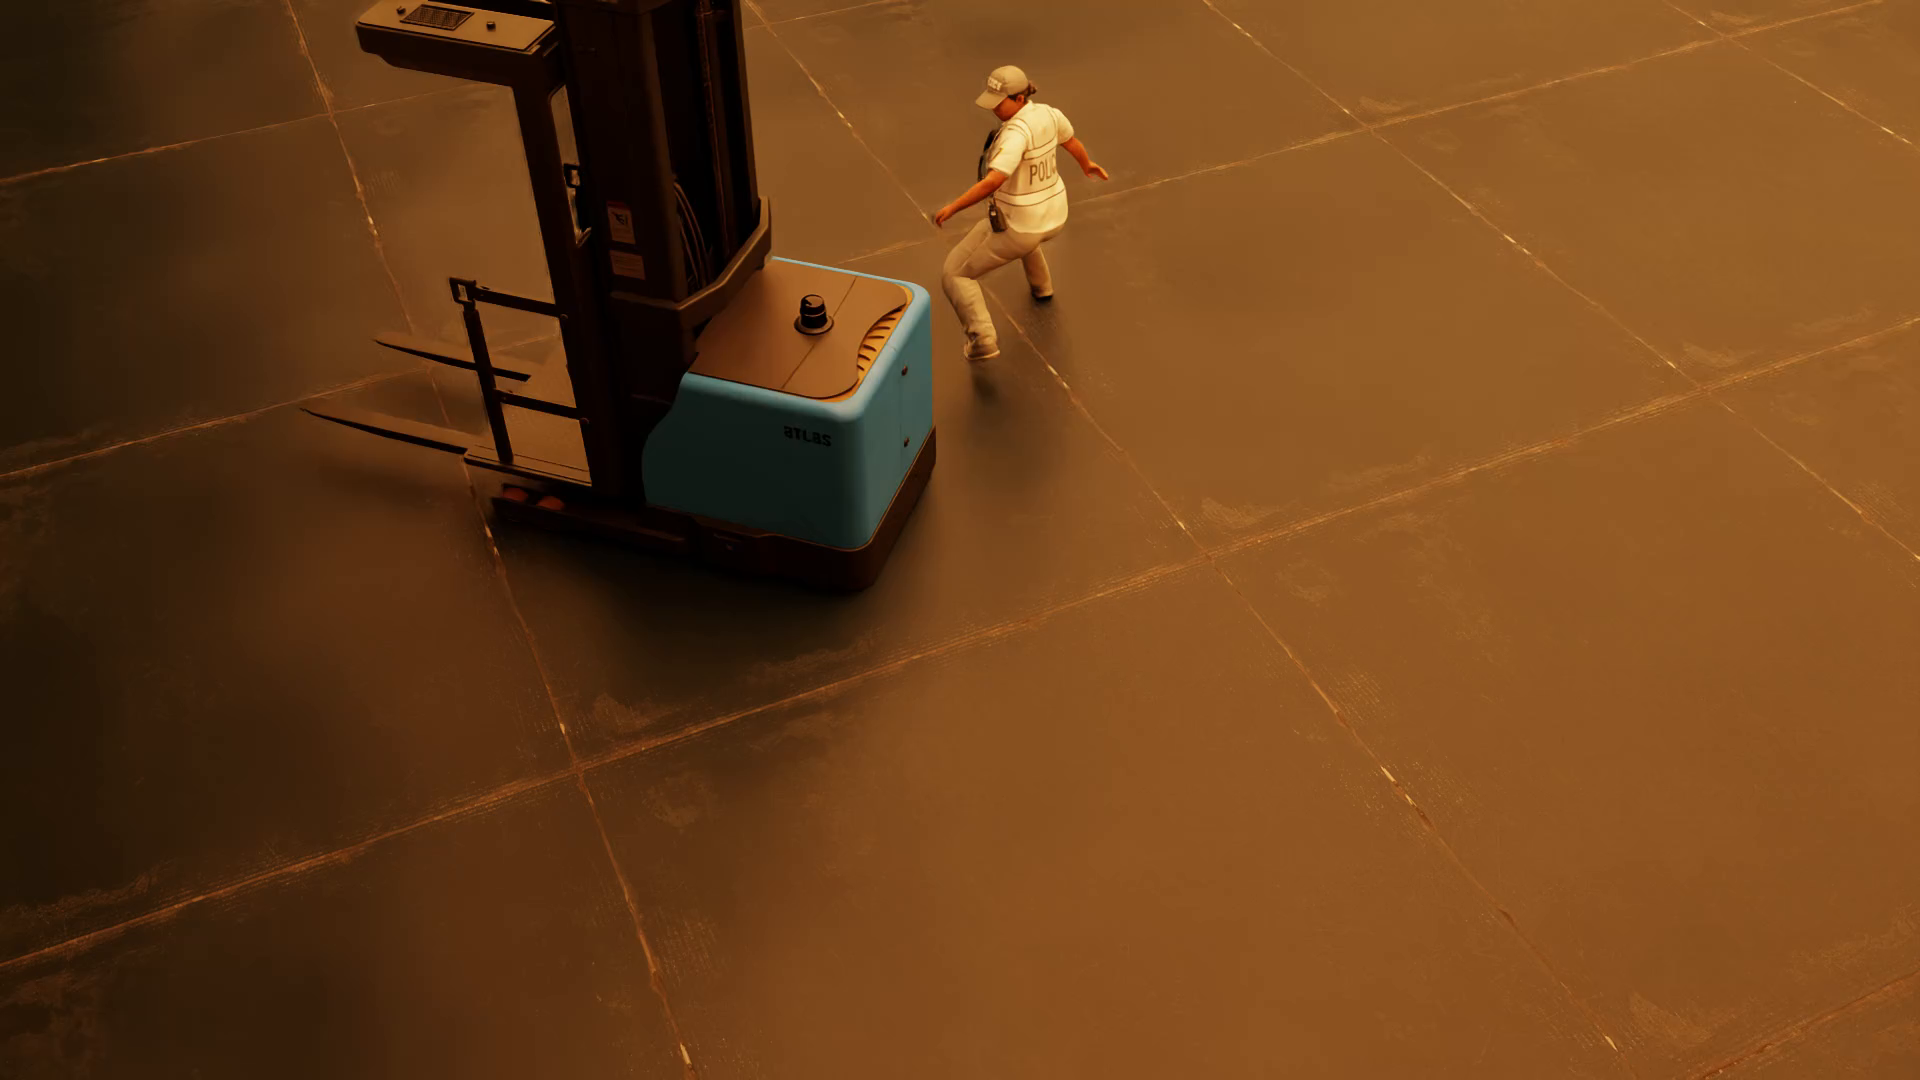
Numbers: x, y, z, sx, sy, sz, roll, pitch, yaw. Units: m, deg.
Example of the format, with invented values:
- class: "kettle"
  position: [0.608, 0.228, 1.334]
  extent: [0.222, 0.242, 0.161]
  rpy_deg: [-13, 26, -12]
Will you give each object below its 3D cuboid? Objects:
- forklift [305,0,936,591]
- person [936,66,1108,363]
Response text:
- class: "forklift"
  position: [-1.691, -1.442, 7.226]
  extent: [3.031, 2.935, 1.130]
  rpy_deg: [13, 45, 13]
- class: "person"
  position: [0.313, -1.705, 8.610]
  extent: [0.507, 1.575, 1.133]
  rpy_deg: [28, 50, 27]
